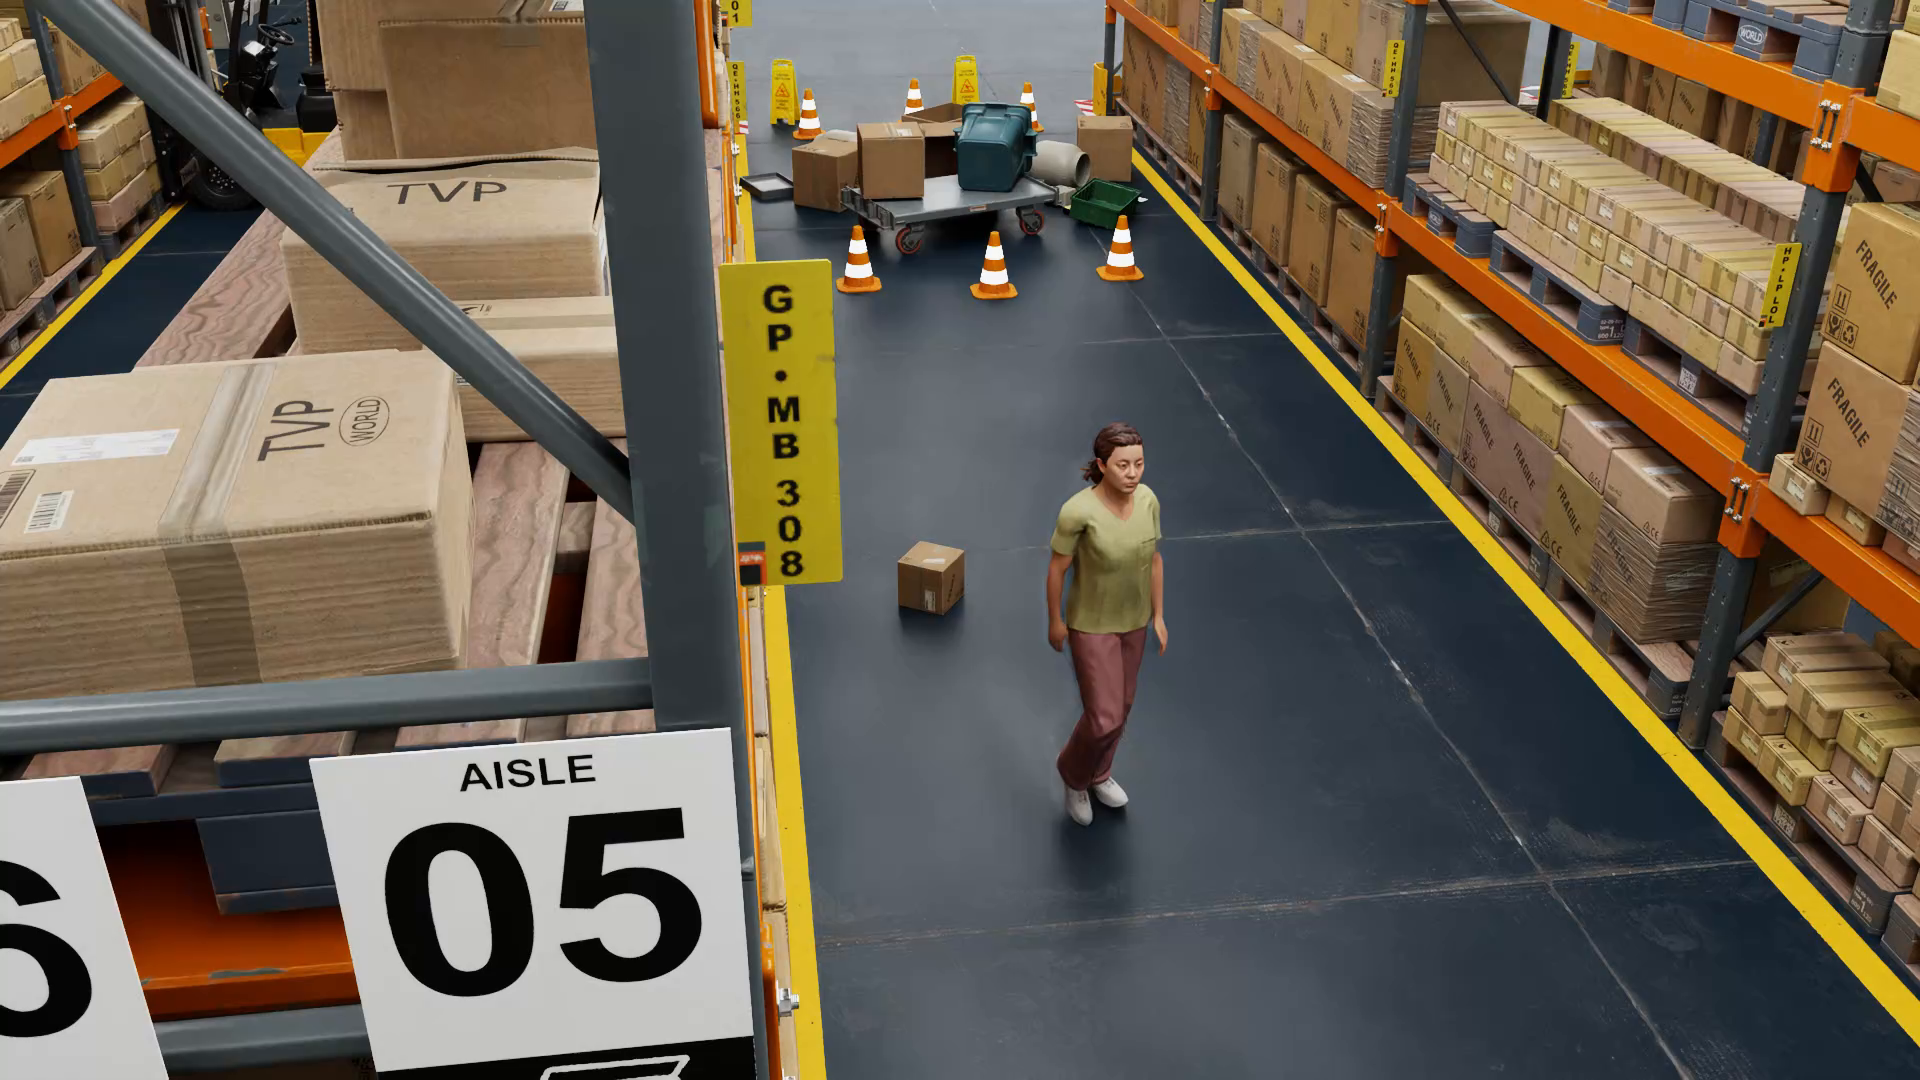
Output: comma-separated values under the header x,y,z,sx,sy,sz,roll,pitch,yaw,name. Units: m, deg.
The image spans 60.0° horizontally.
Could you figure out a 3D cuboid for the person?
x,y,z,sx,sy,sz,roll,pitch,yaw,name
0.593,0.348,6.419,0.456,1.693,0.447,-15,31,-27,person
